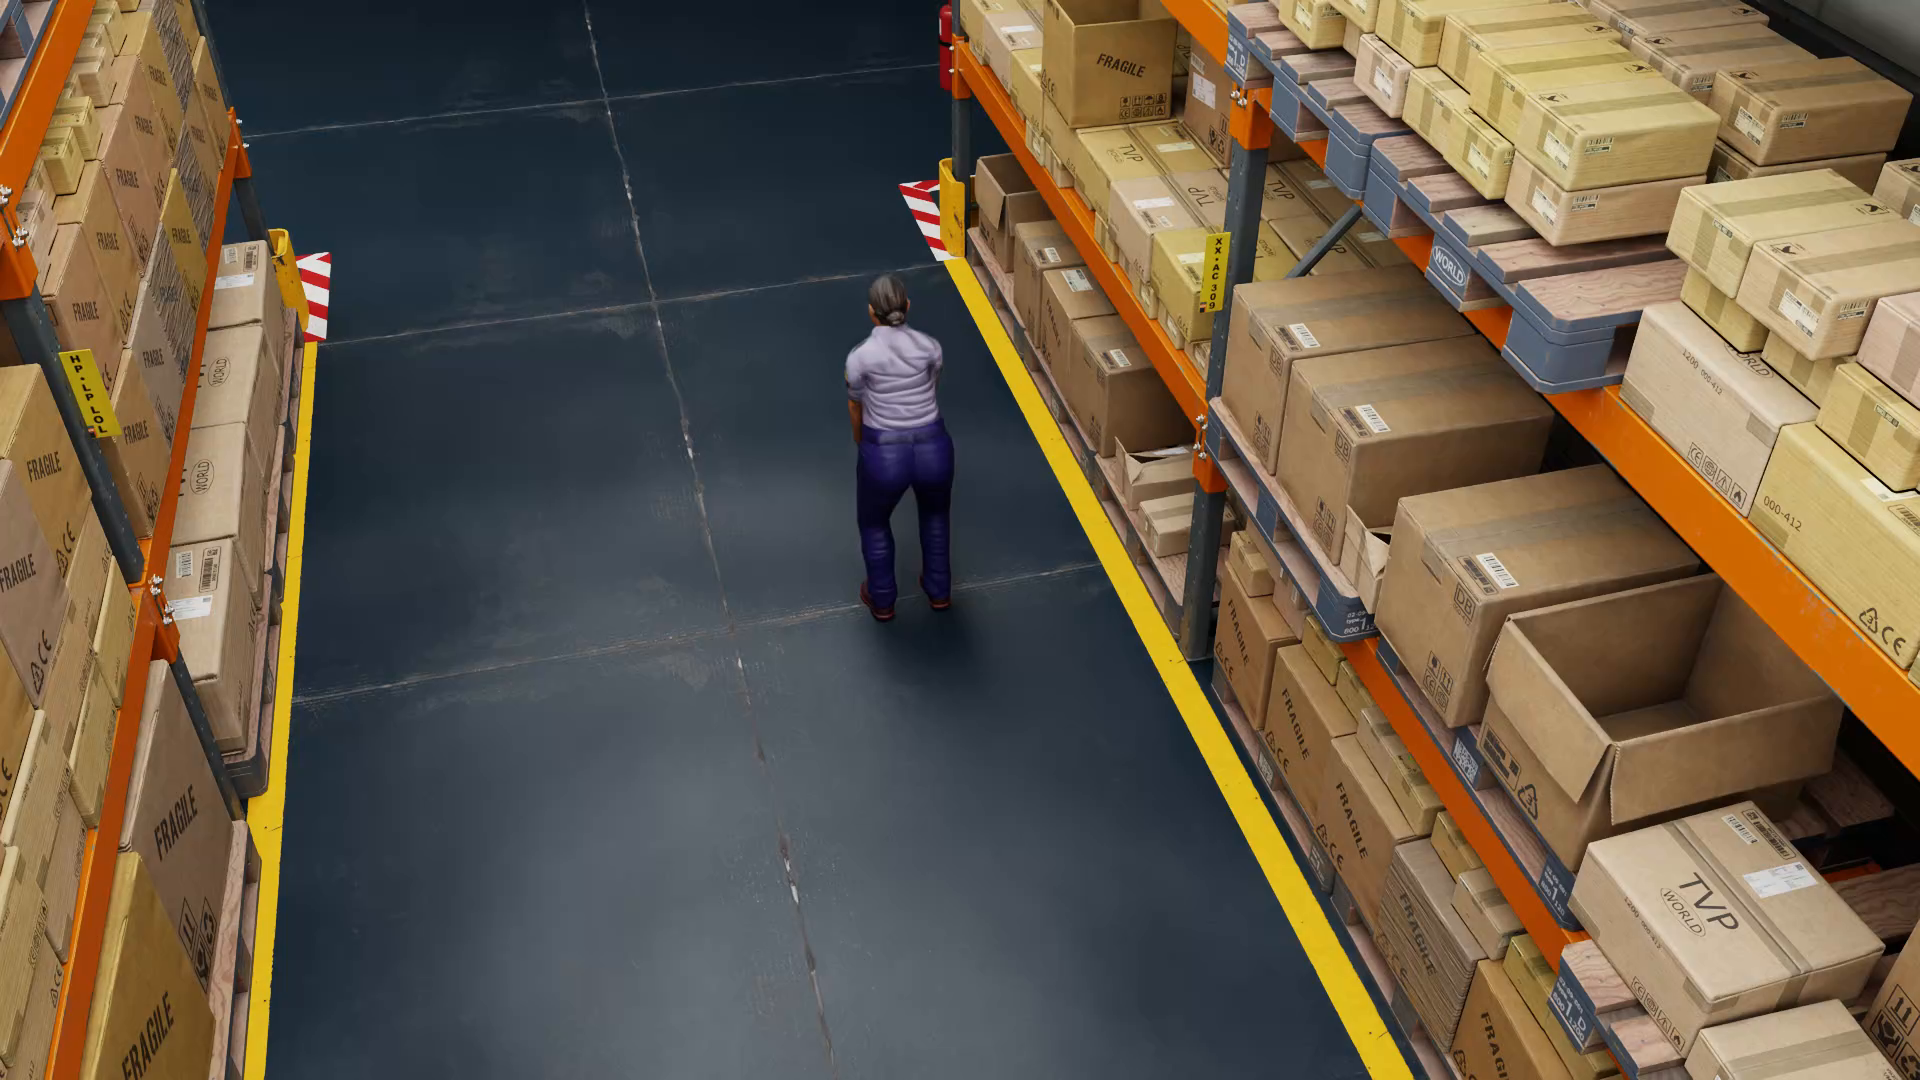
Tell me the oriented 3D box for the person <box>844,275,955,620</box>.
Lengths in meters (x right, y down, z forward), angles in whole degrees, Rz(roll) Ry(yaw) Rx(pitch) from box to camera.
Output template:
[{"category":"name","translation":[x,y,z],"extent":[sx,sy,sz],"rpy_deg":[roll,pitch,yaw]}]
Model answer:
[{"category":"person","translation":[-0.271,-0.398,7.265],"extent":[0.435,1.611,0.558],"rpy_deg":[-10,40,-13]}]
